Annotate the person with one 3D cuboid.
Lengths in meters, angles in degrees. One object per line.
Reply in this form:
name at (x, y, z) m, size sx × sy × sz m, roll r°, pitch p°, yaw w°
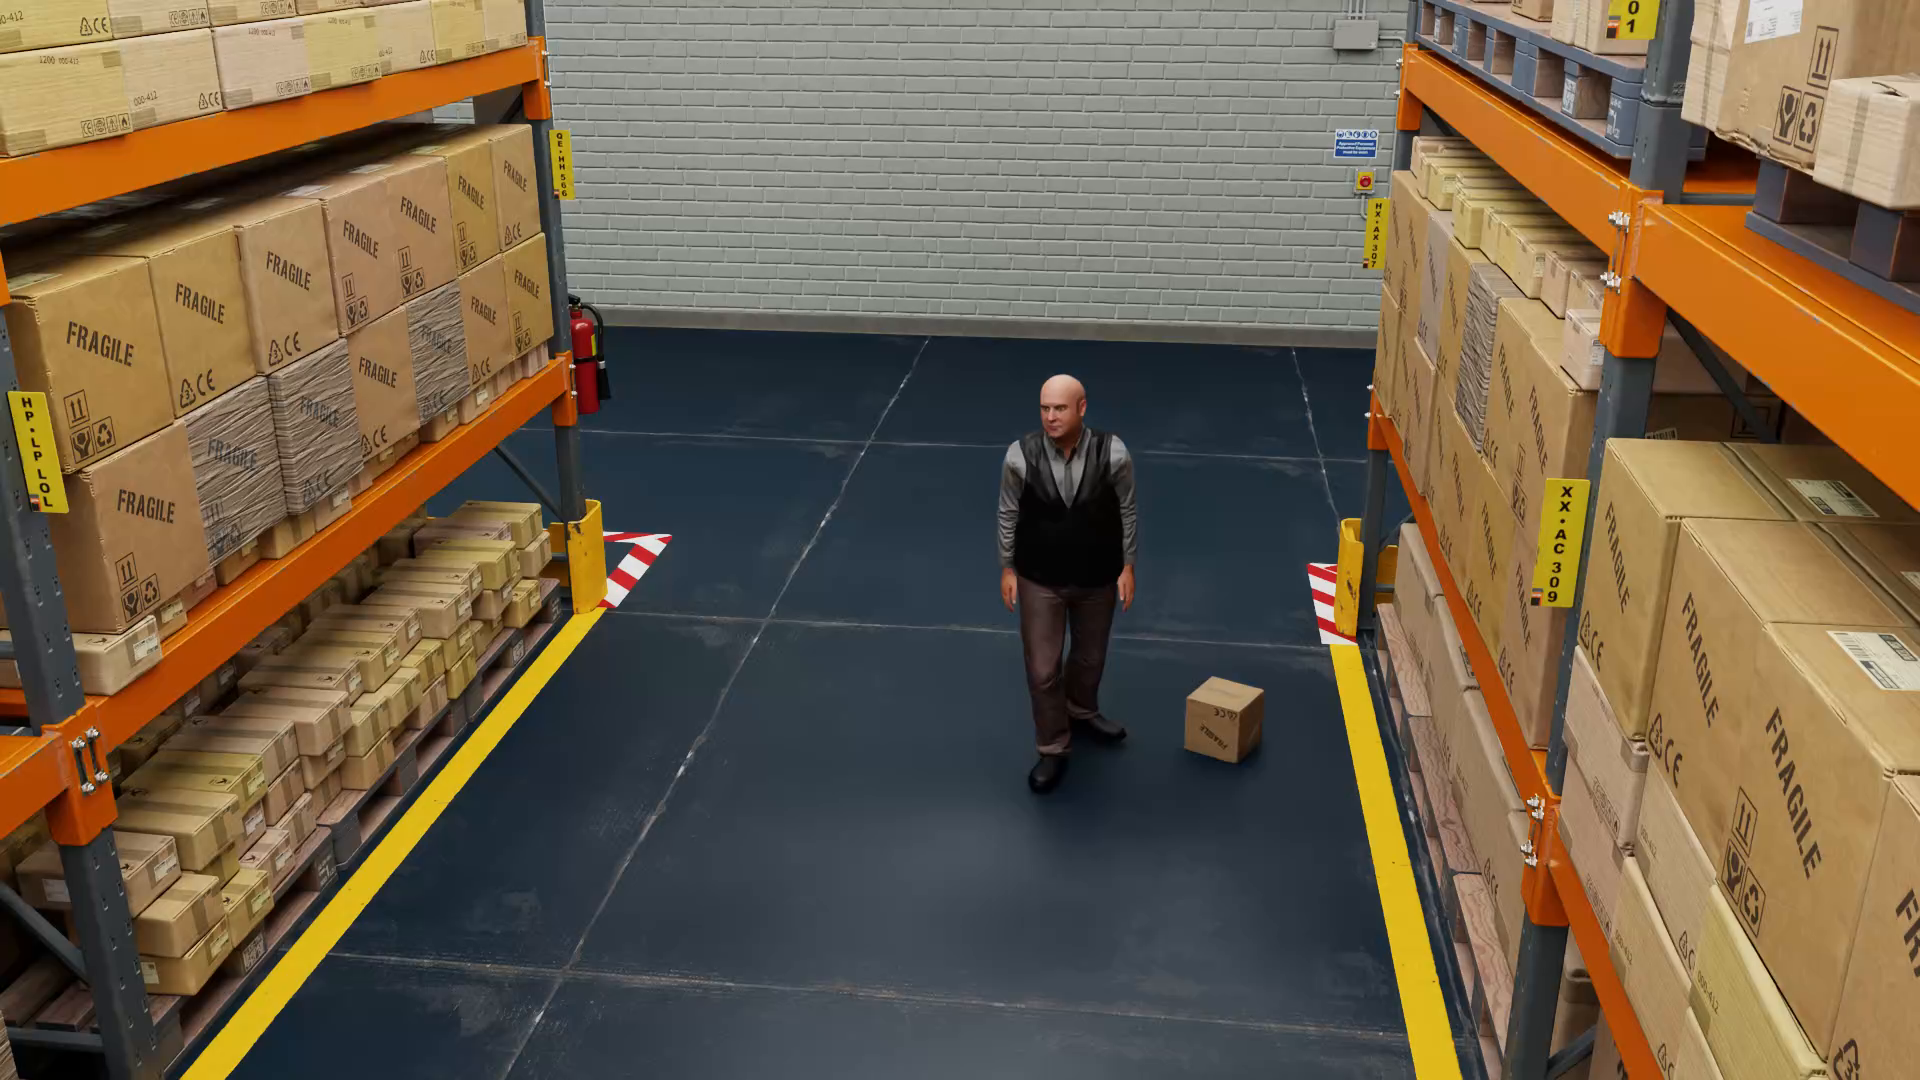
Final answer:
person at (0.435, 0.136, 6.777) m, size 0.571 × 1.711 × 0.590 m, roll -1°, pitch 21°, yaw -2°
